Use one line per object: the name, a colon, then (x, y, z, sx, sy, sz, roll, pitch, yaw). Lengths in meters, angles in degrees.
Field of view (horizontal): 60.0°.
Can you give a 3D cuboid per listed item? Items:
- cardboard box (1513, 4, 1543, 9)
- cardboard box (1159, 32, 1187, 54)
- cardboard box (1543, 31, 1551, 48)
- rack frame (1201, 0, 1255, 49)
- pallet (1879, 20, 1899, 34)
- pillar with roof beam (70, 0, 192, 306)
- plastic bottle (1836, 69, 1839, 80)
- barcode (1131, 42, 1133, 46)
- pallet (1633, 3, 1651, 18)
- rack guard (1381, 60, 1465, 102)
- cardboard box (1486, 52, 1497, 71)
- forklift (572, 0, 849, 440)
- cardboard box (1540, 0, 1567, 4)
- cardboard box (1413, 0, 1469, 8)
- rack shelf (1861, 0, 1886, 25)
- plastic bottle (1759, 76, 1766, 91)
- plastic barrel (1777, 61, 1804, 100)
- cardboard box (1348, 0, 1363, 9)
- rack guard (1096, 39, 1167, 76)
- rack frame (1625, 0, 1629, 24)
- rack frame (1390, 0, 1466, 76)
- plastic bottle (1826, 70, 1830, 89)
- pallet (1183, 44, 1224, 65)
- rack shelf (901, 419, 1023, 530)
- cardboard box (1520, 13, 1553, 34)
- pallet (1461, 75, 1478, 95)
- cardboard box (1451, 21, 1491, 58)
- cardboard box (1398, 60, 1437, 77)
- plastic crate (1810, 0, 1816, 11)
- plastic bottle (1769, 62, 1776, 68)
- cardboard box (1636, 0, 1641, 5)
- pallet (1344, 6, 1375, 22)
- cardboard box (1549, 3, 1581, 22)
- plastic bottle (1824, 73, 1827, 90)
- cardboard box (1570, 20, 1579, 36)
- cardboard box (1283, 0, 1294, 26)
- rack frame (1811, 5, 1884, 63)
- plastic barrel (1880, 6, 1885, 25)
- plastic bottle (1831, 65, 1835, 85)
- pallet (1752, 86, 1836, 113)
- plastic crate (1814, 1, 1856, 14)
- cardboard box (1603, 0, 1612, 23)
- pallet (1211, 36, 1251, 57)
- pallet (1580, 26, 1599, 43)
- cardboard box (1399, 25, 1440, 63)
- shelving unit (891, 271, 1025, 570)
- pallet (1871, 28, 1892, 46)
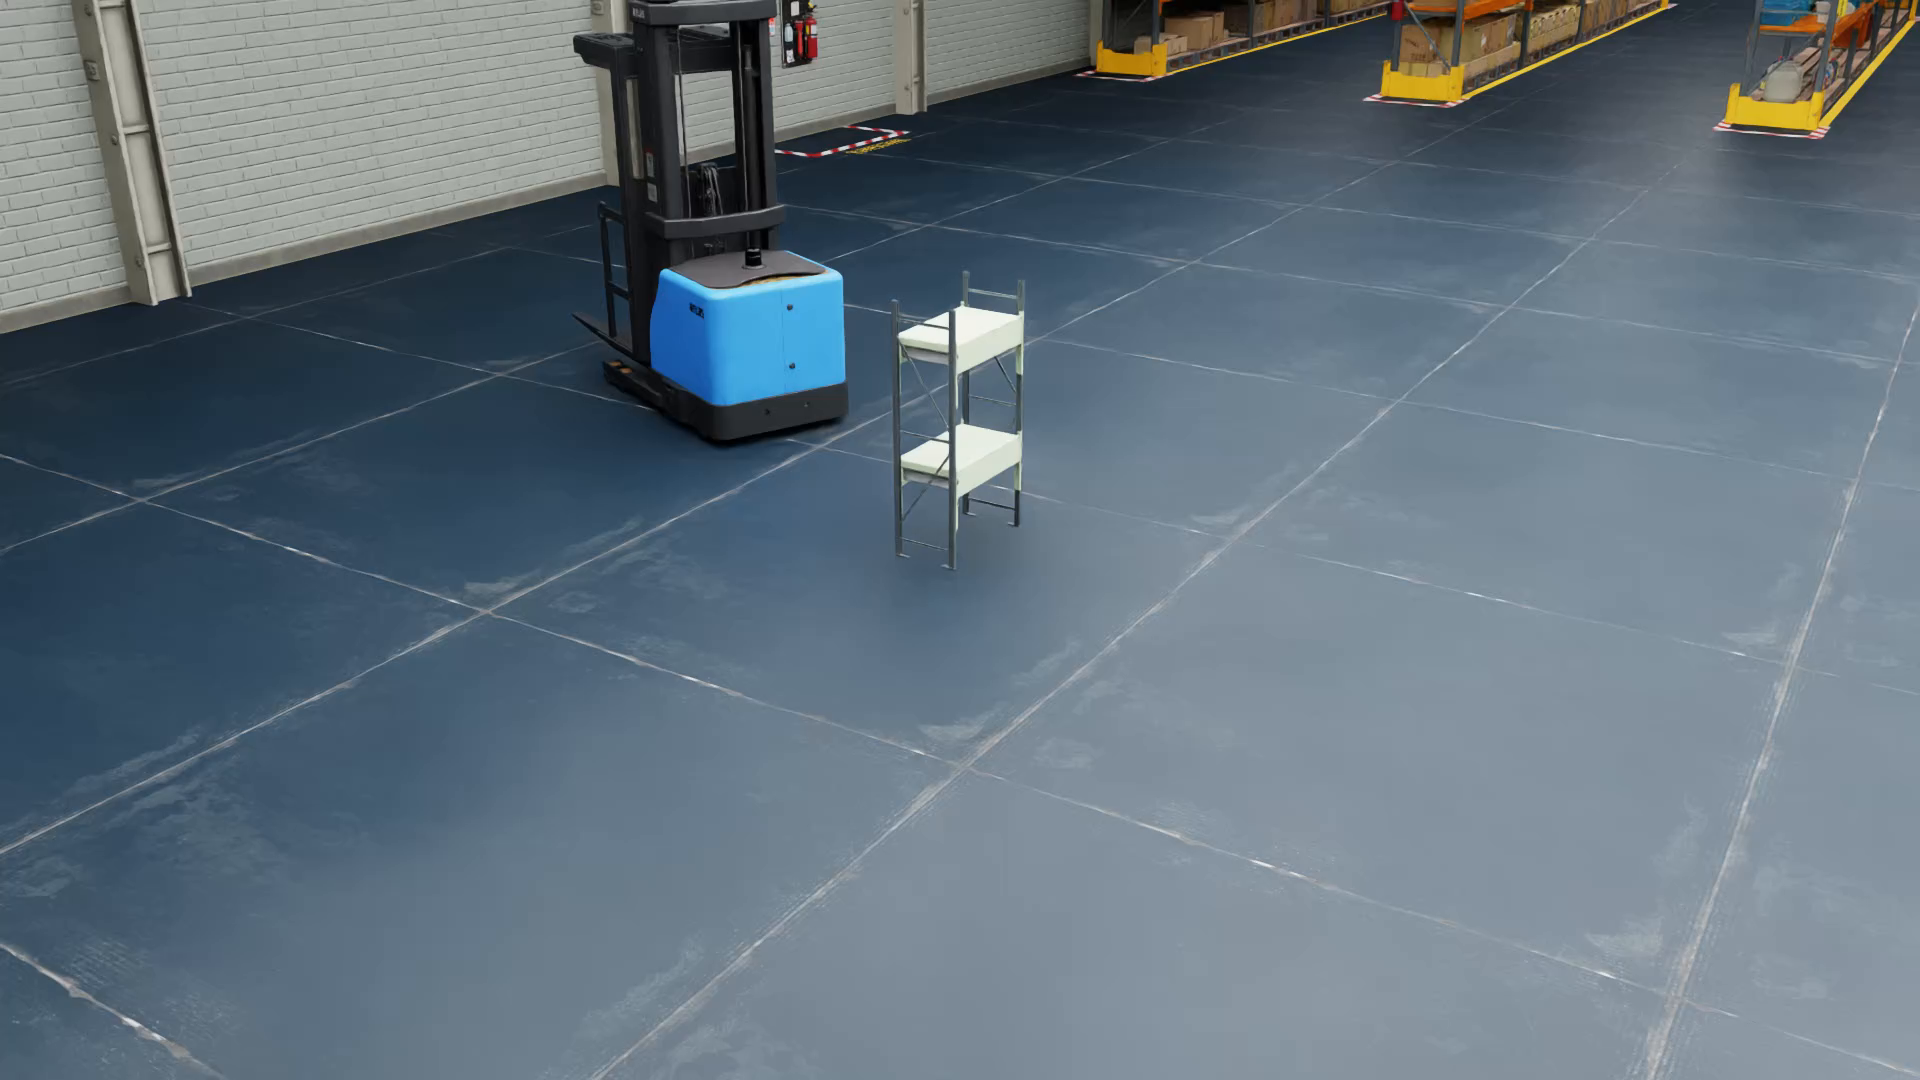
cardboard box: (10.451, -9.725, 30.666, 0.500, 0.311, 0.500, 13, 27, 28)
cardboard box: (3.558, -8.543, 28.539, 0.500, 0.311, 0.500, 16, 28, 33)
cardboard box: (10.102, -8.844, 29.336, 0.500, 0.250, 0.500, 13, 27, 27)
rack frame: (4.926, -10.518, 30.271, 1.000, 3.000, 0.127, 14, 27, 29)
pallet: (17.918, -10.119, 32.858, 1.003, 0.211, 1.213, 14, 27, 29)
pillar with roof beam: (-3.387, -5.361, 10.807, 9.100, 9.000, 0.400, 14, 27, 29)
plastic bottle: (13.416, -7.172, 25.510, 0.097, 0.201, 0.097, 0, 23, 0)
barcode: (2.927, -8.445, 28.301, 0.001, 0.075, 0.075, 14, 27, 29)
pallet: (14.362, -11.546, 36.157, 1.003, 0.211, 1.213, 14, 27, 29)
rack guard: (7.014, -6.976, 25.235, 1.175, 0.500, 0.348, 14, 27, 29)
cardboard box: (8.291, -7.702, 26.699, 0.500, 0.250, 0.500, 14, 27, 29)
forklift: (-2.013, -2.545, 11.941, 1.130, 2.935, 3.031, -15, 27, -31)
cardboard box: (11.540, -10.251, 32.246, 0.500, 0.500, 0.500, 15, 28, 31)
cardboard box: (7.284, -8.332, 25.095, 0.700, 0.500, 0.500, 14, 27, 29)
rack shelf: (14.398, -8.787, 27.177, 1.077, 0.370, 4.000, 14, 27, 29)
plastic bottle: (11.829, -6.721, 24.469, 0.097, 0.201, 0.097, 0, 23, 0)
plastic barrel: (11.779, -6.550, 23.708, 0.421, 0.512, 0.421, 0, 23, 0)
cardboard box: (8.003, -11.589, 34.922, 0.750, 0.750, 0.750, 14, 27, 29)
rack guard: (2.856, -8.047, 27.708, 1.175, 0.500, 0.348, 14, 27, 29)
rack frame: (13.357, -12.181, 34.113, 1.000, 3.000, 0.127, 14, 27, 29)
rack frame: (7.027, -8.131, 24.757, 1.000, 3.000, 0.127, 14, 27, 29)
plastic bottle: (12.794, -6.806, 24.577, 0.097, 0.271, 0.097, 0, 23, 0)
pallet: (3.959, -8.591, 29.329, 1.003, 0.211, 1.213, 14, 27, 29)
rack shelf: (-0.004, -0.387, 9.576, 0.431, 0.370, 0.720, 14, 27, 29)
cardboard box: (10.107, -9.099, 29.220, 0.500, 0.311, 0.500, 13, 27, 27)
pallet: (7.394, -7.118, 25.927, 1.003, 0.211, 1.213, 14, 27, 29)
cardboard box: (8.013, -7.881, 26.168, 0.500, 0.500, 0.500, 14, 27, 29)
cardboard box: (7.059, -7.305, 25.781, 0.500, 0.250, 0.500, 14, 27, 29)
plastic crate: (12.387, -7.946, 24.595, 0.450, 0.188, 0.662, 14, 27, 29)
plastic bottle: (12.143, -6.973, 24.862, 0.144, 0.351, 0.185, 15, 28, 31)
cardboard box: (14.343, -11.873, 35.988, 0.797, 0.503, 0.637, 14, 27, 29)
pallet: (8.160, -11.249, 35.469, 1.003, 0.211, 1.213, 14, 27, 29)
cardboard box: (11.179, -9.791, 30.818, 0.500, 0.311, 0.500, 15, 27, 30)
plastic bottle: (12.589, -6.666, 24.239, 0.061, 0.283, 0.133, 14, 27, 30)
cardboard box: (11.176, -9.533, 30.929, 0.500, 0.250, 0.500, 15, 27, 30)
cardboard box: (6.092, -10.346, 32.465, 0.700, 0.500, 0.500, 14, 27, 29)
rack frame: (15.453, -9.792, 28.593, 1.000, 3.000, 0.127, 14, 27, 29)
plastic barrel: (17.261, -10.192, 31.629, 0.600, 0.901, 0.708, 14, 27, 29)
plastic bottle: (13.096, -6.991, 24.989, 0.061, 0.283, 0.133, 16, 28, 32)
pallet: (12.310, -6.531, 24.570, 1.003, 0.211, 1.213, 14, 27, 29)
plastic crate: (12.701, -7.720, 24.139, 0.530, 0.136, 0.437, 14, 27, 29)
cardboard box: (12.541, -10.503, 32.829, 0.500, 0.500, 0.500, 13, 27, 27)
pallet: (4.602, -9.004, 30.284, 1.003, 0.211, 1.213, 14, 27, 29)
pallet: (11.673, -9.796, 32.112, 1.003, 0.211, 1.213, 14, 27, 29)
cardboard box: (7.057, -7.650, 25.633, 0.500, 0.500, 0.500, 14, 27, 29)
shelving unit: (-0.004, -0.686, 9.447, 0.431, 1.500, 0.755, 14, 27, 29)
pallet: (17.120, -9.611, 31.685, 1.003, 0.211, 1.213, 14, 27, 29)
